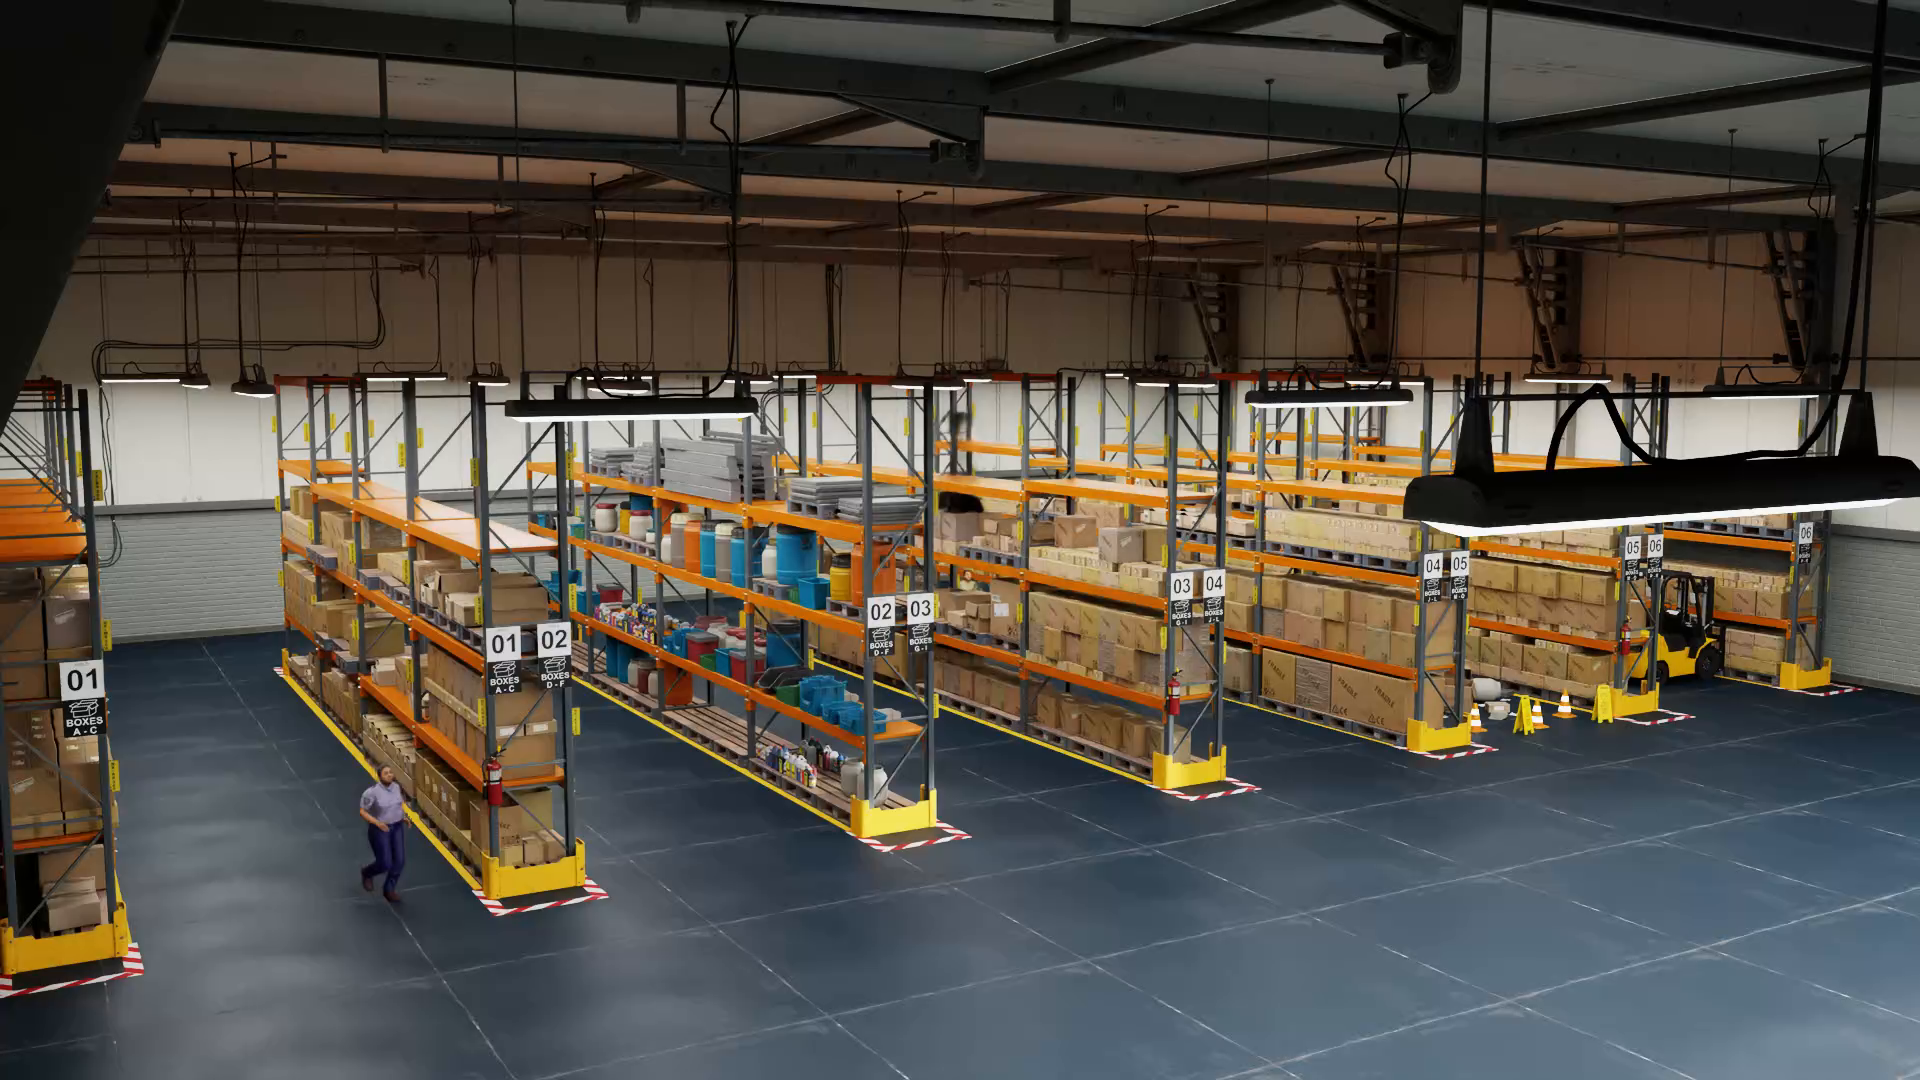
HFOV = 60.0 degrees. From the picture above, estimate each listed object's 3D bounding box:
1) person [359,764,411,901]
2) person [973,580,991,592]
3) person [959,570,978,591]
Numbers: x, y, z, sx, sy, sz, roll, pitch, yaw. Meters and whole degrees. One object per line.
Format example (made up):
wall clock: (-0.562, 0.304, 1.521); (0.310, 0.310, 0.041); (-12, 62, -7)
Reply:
person: (-6.749, 3.413, 19.496); (0.561, 1.590, 0.595); (4, 8, 34)
person: (0.632, 0.670, 43.827); (0.632, 1.848, 0.778); (4, 7, 33)
person: (0.173, 1.476, 36.889); (0.554, 1.660, 0.632); (-3, 7, -27)
